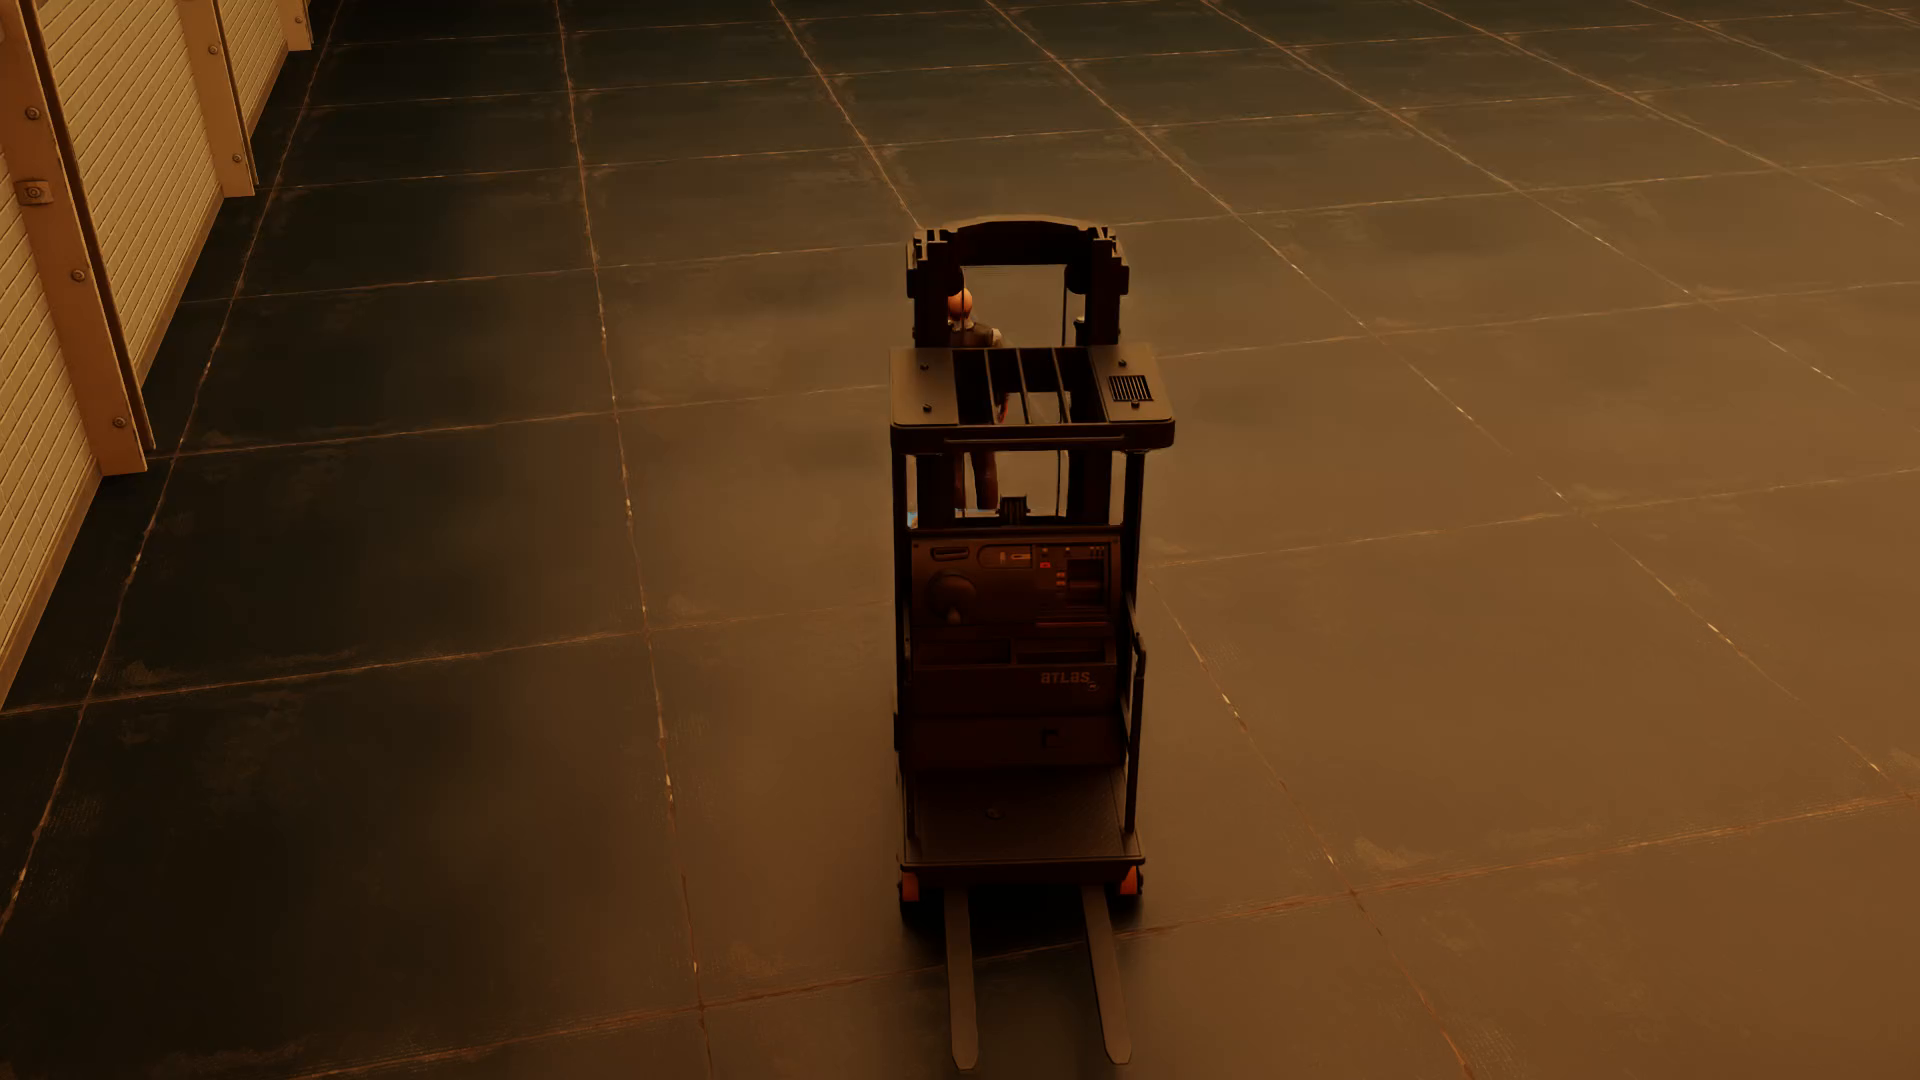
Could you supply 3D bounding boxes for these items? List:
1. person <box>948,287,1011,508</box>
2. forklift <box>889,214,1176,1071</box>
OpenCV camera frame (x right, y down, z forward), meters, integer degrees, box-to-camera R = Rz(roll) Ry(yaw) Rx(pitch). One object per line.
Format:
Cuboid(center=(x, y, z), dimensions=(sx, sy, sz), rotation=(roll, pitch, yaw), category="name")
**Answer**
Cuboid(center=(-0.008, -0.783, 10.119), dimensions=(0.634, 1.722, 0.566), rotation=(-7, 31, -12), category="person")
Cuboid(center=(0.260, 0.225, 7.185), dimensions=(1.130, 2.935, 3.031), rotation=(-1, 30, -2), category="forklift")
